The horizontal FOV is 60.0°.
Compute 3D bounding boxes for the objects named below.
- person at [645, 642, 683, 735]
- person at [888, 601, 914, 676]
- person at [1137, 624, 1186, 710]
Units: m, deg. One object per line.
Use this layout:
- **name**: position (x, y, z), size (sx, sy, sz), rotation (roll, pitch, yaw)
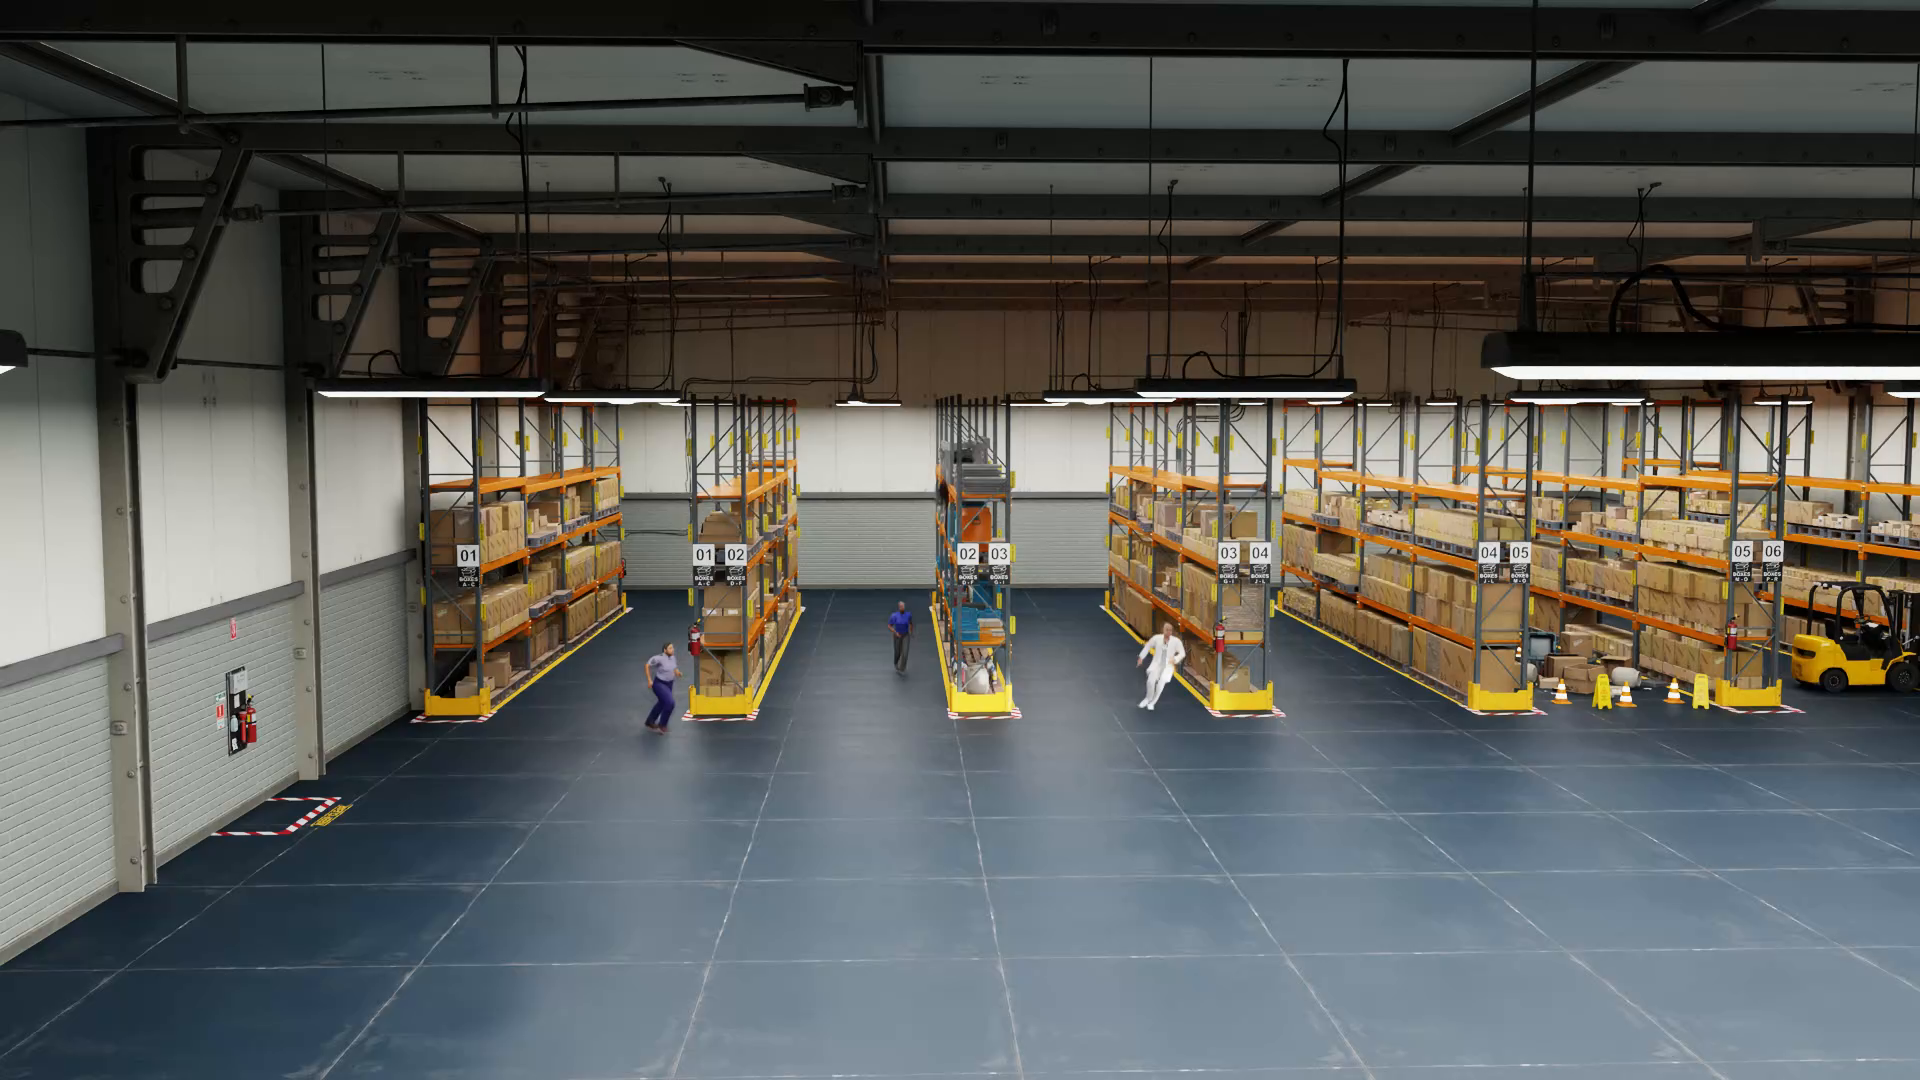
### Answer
- **person**: position (-5.244, 2.632, 29.370), size (0.817, 1.675, 0.593), rotation (2, 5, 26)
- **person**: position (-1.286, 2.108, 35.939), size (0.551, 1.606, 0.727), rotation (-1, 5, -10)
- **person**: position (3.816, 2.408, 31.489), size (0.900, 1.664, 0.700), rotation (0, 5, 5)
